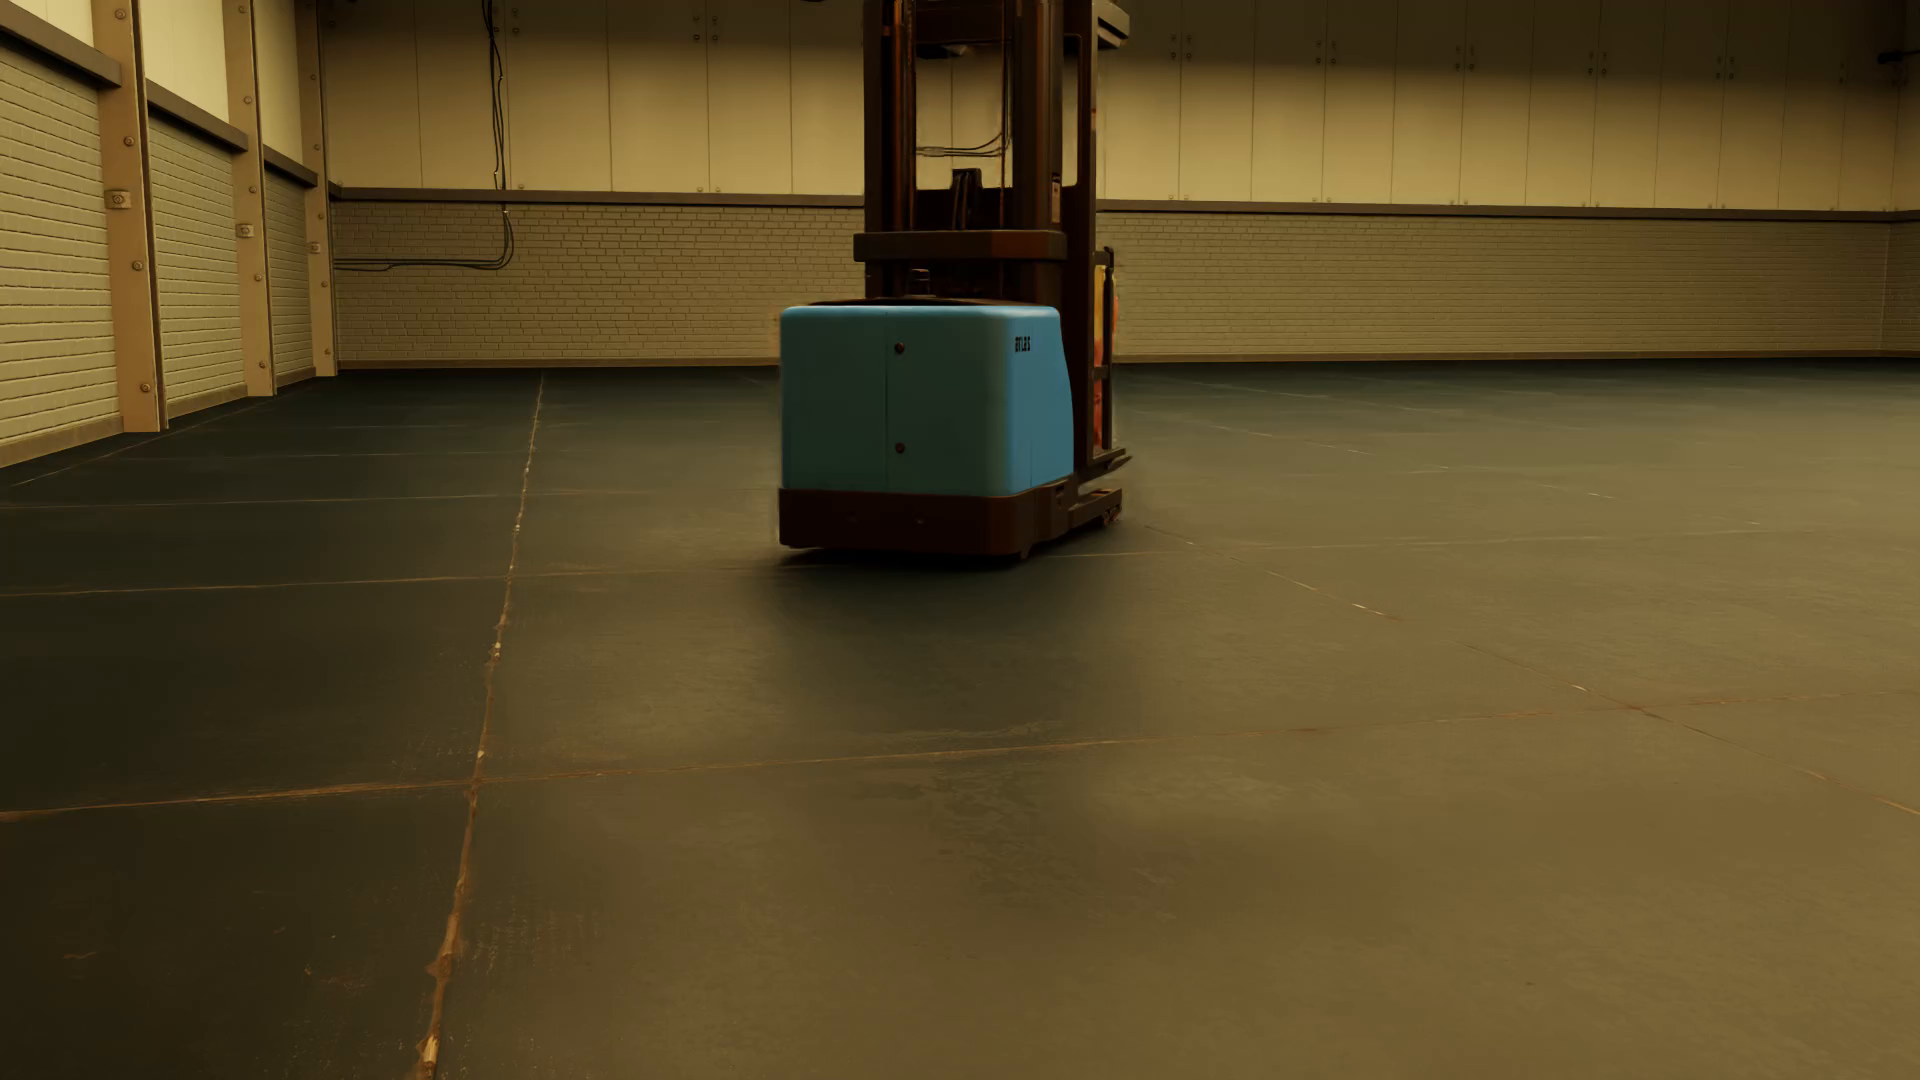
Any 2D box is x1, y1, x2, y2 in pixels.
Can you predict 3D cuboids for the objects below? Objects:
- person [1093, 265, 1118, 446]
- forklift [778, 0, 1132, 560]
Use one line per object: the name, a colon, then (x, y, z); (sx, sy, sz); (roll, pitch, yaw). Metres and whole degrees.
person: (0.729, -1.266, 10.650); (0.554, 1.673, 0.548); (-2, 8, -12)
forklift: (0.182, -1.535, 8.098); (1.130, 2.935, 3.031); (3, 8, 19)
